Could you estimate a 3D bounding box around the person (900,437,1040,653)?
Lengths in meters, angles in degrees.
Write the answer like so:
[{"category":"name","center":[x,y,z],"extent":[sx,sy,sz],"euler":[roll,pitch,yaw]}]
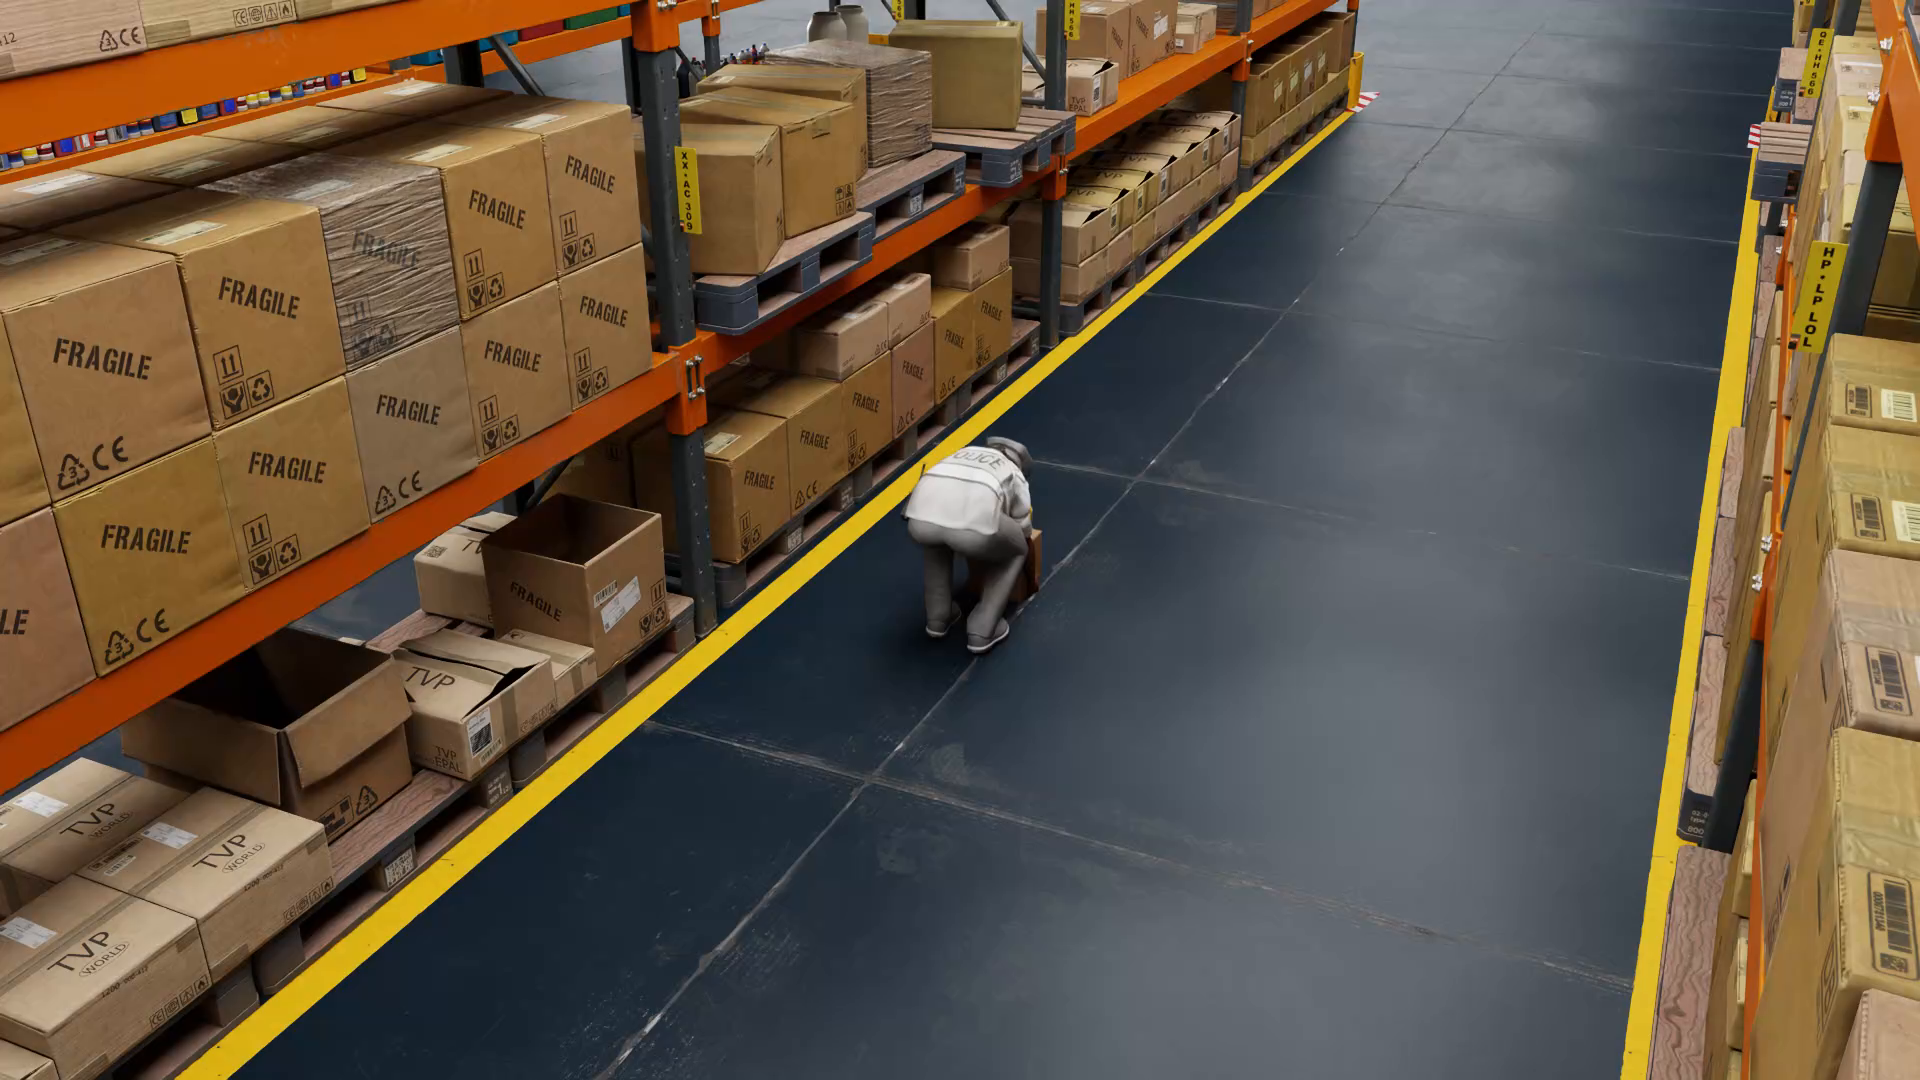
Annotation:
[{"category":"person","center":[0.068,-0.011,7.115],"extent":[0.456,0.833,0.916],"euler":[9,28,18]}]
